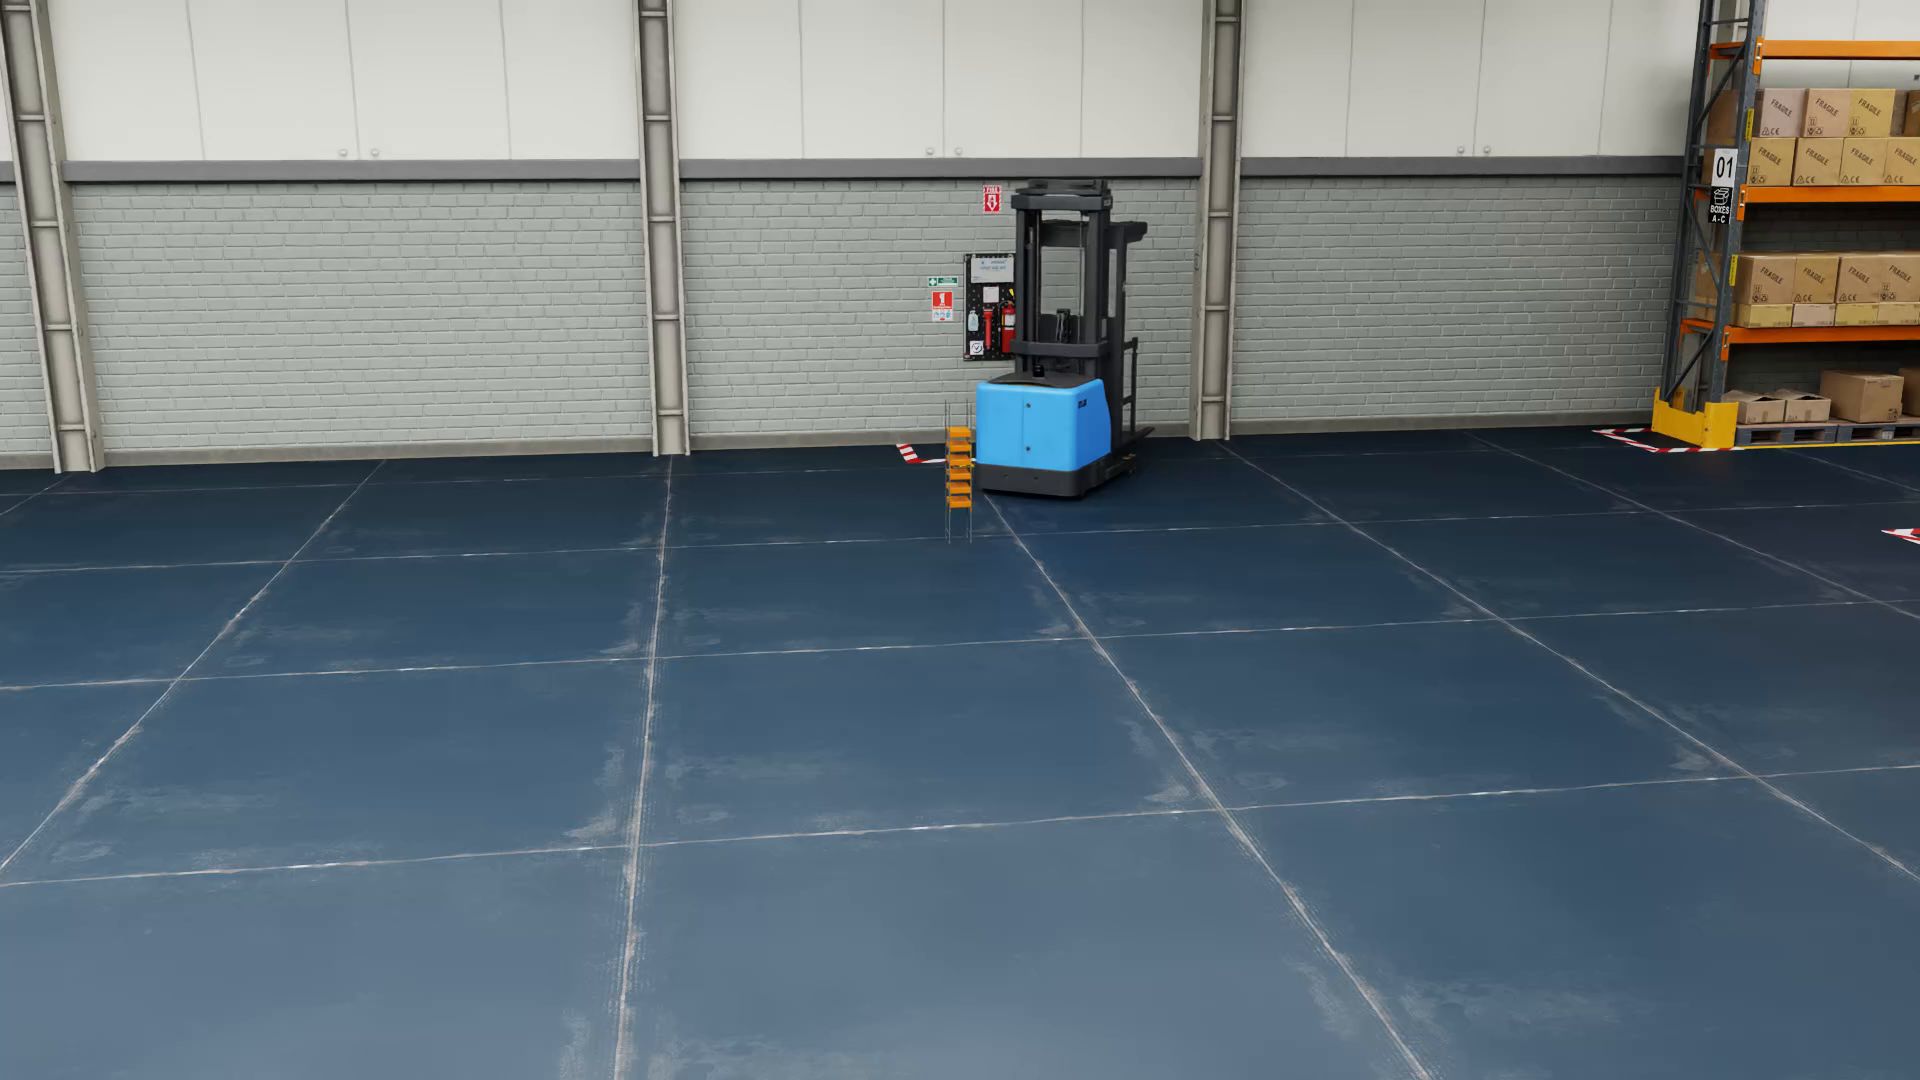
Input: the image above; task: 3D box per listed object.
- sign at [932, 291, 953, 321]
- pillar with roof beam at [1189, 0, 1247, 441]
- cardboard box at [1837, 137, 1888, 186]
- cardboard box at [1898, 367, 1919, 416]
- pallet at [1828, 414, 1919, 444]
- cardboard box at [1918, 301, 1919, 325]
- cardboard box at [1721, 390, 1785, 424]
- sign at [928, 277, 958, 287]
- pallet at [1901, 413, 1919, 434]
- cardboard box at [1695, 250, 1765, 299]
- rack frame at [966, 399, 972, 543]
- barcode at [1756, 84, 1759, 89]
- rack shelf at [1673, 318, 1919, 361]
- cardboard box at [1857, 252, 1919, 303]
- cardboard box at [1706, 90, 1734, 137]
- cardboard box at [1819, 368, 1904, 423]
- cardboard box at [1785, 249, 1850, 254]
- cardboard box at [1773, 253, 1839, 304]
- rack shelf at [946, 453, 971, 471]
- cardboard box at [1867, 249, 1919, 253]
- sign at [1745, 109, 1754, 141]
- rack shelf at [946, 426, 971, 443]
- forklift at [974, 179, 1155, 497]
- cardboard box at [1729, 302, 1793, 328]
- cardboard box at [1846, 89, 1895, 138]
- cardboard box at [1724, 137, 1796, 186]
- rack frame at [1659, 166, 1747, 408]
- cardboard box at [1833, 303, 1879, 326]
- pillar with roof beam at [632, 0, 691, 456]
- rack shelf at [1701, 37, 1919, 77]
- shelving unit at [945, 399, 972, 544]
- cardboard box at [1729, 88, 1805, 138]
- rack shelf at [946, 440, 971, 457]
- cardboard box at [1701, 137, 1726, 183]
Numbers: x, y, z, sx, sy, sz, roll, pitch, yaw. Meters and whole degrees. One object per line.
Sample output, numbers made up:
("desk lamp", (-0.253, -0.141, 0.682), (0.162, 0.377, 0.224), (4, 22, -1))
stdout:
("sign", (-0.192, -2.556, 18.174), (0.234, 0.329, 0.001), (-2, 14, -8))
("pillar with roof beam", (3.461, -4.489, 13.621), (0.400, 9.000, 9.100), (-2, 14, -8))
("cardboard box", (9.606, -4.094, 17.968), (0.500, 0.500, 0.500), (-1, 14, -6))
("cardboard box", (11.124, -1.697, 19.057), (0.500, 0.500, 0.500), (-3, 14, -13))
("pallet", (10.277, -1.313, 19.023), (1.213, 0.211, 1.003), (-2, 14, -8))
("cardboard box", (10.732, -2.552, 18.500), (0.500, 0.250, 0.500), (-2, 14, -9))
("cardboard box", (8.887, -1.511, 18.704), (0.500, 0.311, 0.500), (-4, 15, -15))
("sign", (-0.186, -2.811, 18.102), (0.331, 0.109, 0.001), (-2, 14, -8))
("pallet", (11.486, -1.358, 19.203), (1.213, 0.211, 1.003), (-2, 14, -8))
("cardboard box", (8.624, -2.967, 18.613), (0.500, 0.500, 0.500), (-2, 14, -9))
("rack frame", (0.076, -0.585, 14.087), (0.006, 1.200, 0.240), (-2, 14, -8))
("barcode", (8.817, -5.024, 18.427), (0.075, 0.075, 0.001), (-2, 14, -8))
("rack shelf", (10.167, -2.322, 18.793), (4.000, 0.370, 1.077), (-2, 14, -8))
("cardboard box", (10.217, -2.898, 18.338), (0.500, 0.500, 0.500), (-2, 14, -7))
("cardboard box", (8.577, -4.675, 18.228), (0.500, 0.500, 0.500), (-1, 14, -6))
("cardboard box", (10.183, -1.638, 18.821), (0.500, 0.500, 0.700), (-3, 14, -12))
("cardboard box", (9.633, -3.003, 18.755), (0.500, 0.500, 0.500), (-2, 14, -10))
("cardboard box", (9.196, -2.860, 18.184), (0.500, 0.500, 0.500), (-2, 14, -8))
("rack shelf", (-0.014, -0.655, 14.055), (0.180, 0.103, 0.258), (-2, 14, -8))
("cardboard box", (10.643, -3.043, 18.914), (0.500, 0.500, 0.500), (-2, 14, -7))
("sign", (8.270, -4.347, 17.425), (0.005, 0.325, 0.100), (-2, 14, -8))
("rack shelf", (-0.014, -0.888, 13.997), (0.180, 0.103, 0.258), (-2, 14, -8))
("forklift", (1.207, -2.137, 16.719), (1.130, 2.935, 3.031), (6, 15, 24))
("cardboard box", (8.719, -2.477, 18.198), (0.500, 0.250, 0.500), (-3, 14, -10))
("cardboard box", (9.615, -4.579, 17.847), (0.500, 0.500, 0.500), (-2, 14, -7))
("cardboard box", (8.557, -4.064, 17.846), (0.500, 0.500, 0.500), (-2, 14, -7))
("rack frame", (8.189, -2.598, 18.416), (0.127, 3.000, 1.000), (-2, 14, -8))
("cardboard box", (9.735, -2.516, 18.355), (0.500, 0.250, 0.500), (-2, 14, -9))
("pillar with roof beam", (-2.472, -4.271, 12.754), (0.400, 9.000, 9.100), (-2, 14, -8))
("rack shelf", (10.167, -5.230, 18.064), (4.000, 0.370, 1.077), (-2, 14, -8))
("shelving unit", (-0.014, -0.581, 14.074), (0.189, 1.200, 0.258), (-2, 14, -8))
("cardboard box", (8.606, -4.552, 17.738), (0.500, 0.500, 0.500), (-3, 14, -12))
("rack shelf", (-0.014, -0.771, 14.026), (0.180, 0.103, 0.258), (-2, 14, -8))
("cardboard box", (8.564, -4.188, 18.340), (0.500, 0.500, 0.500), (-1, 14, -4))
